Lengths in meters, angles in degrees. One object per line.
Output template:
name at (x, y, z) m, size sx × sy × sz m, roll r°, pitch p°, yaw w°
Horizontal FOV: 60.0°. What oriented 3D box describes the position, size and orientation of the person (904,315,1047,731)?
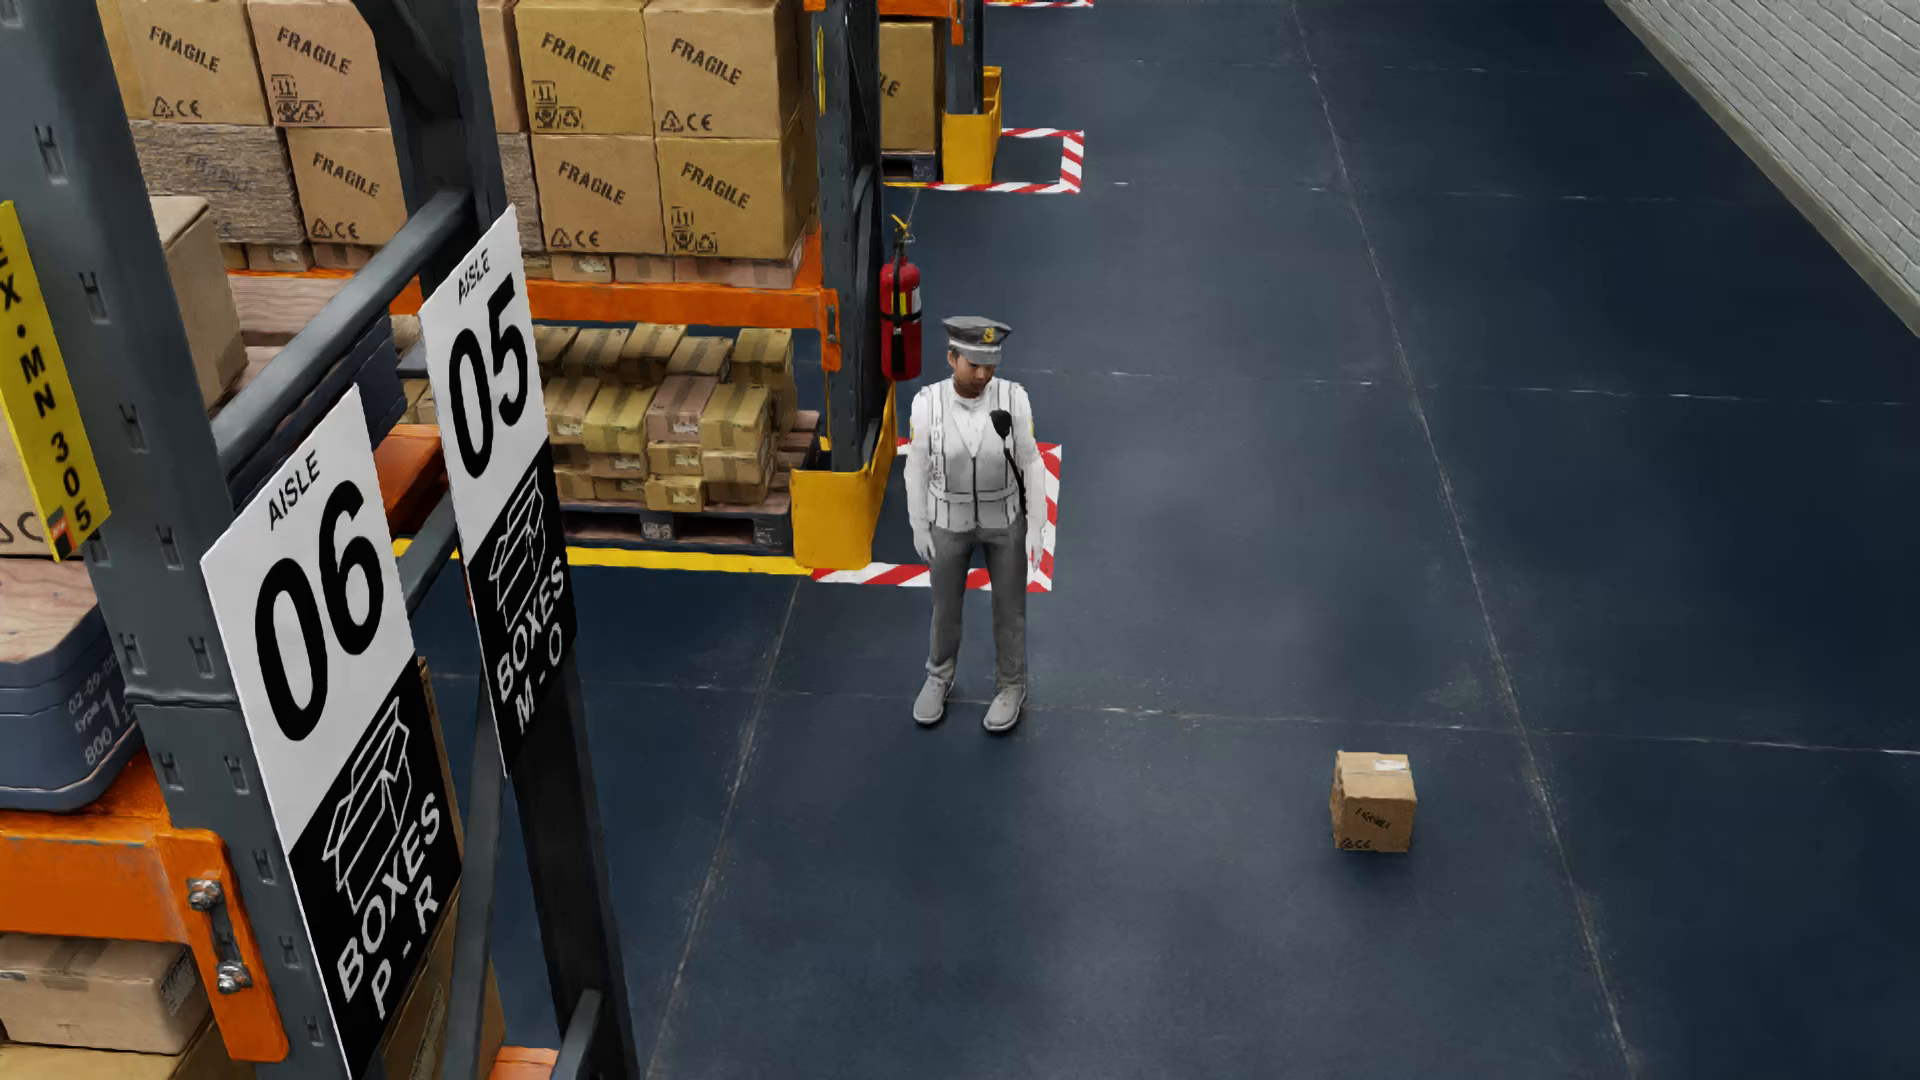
person at (0.057, -0.050, 6.159) m, size 0.525 × 1.688 × 0.354 m, roll 0°, pitch 32°, yaw 0°
